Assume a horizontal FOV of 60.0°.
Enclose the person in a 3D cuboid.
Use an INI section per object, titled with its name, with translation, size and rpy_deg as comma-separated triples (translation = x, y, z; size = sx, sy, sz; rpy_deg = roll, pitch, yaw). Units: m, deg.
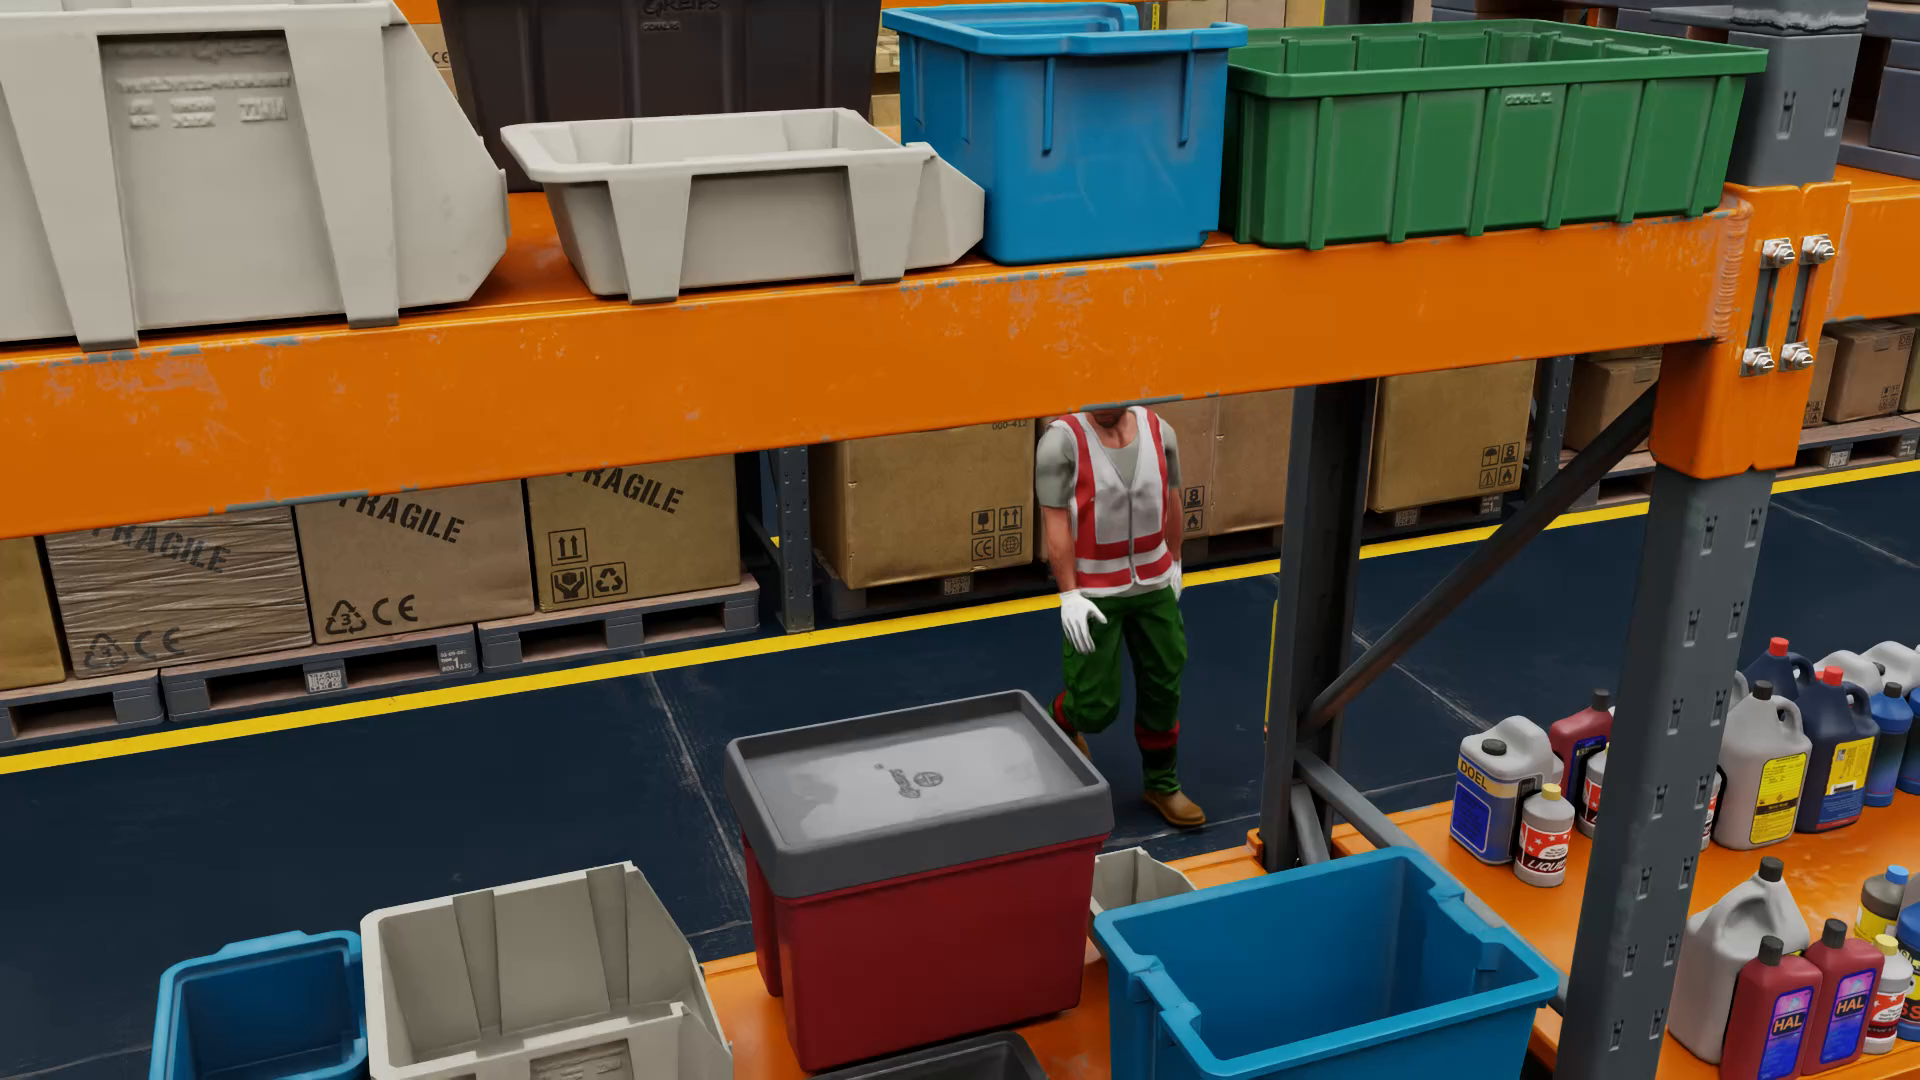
[person]
translation = 0.532, 0.151, 5.678
size = 0.577, 1.764, 0.558
rpy_deg = -9, 24, -22
